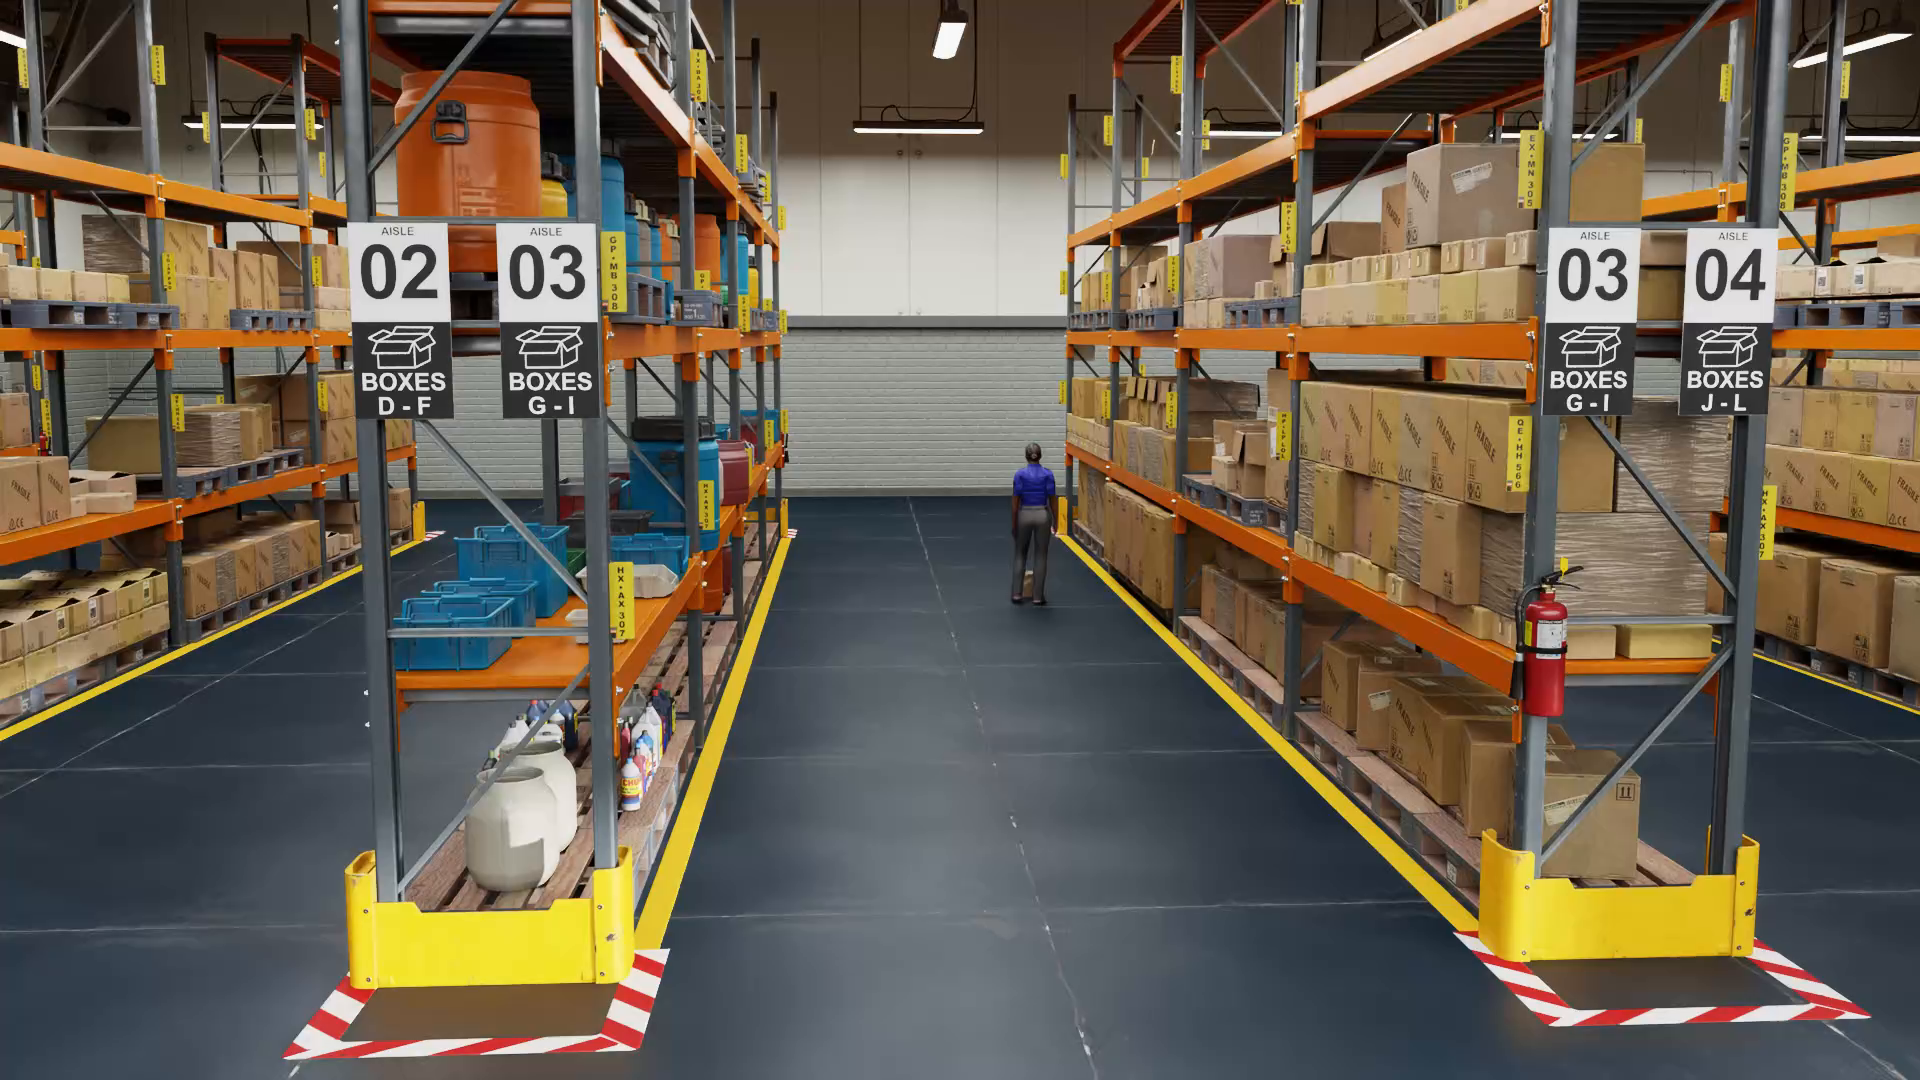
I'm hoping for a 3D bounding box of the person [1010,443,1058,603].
[{"bbox_3d":[0.762,-0.177,17.216,0.498,1.675,0.480,0,7,3],"label":"person"}]
